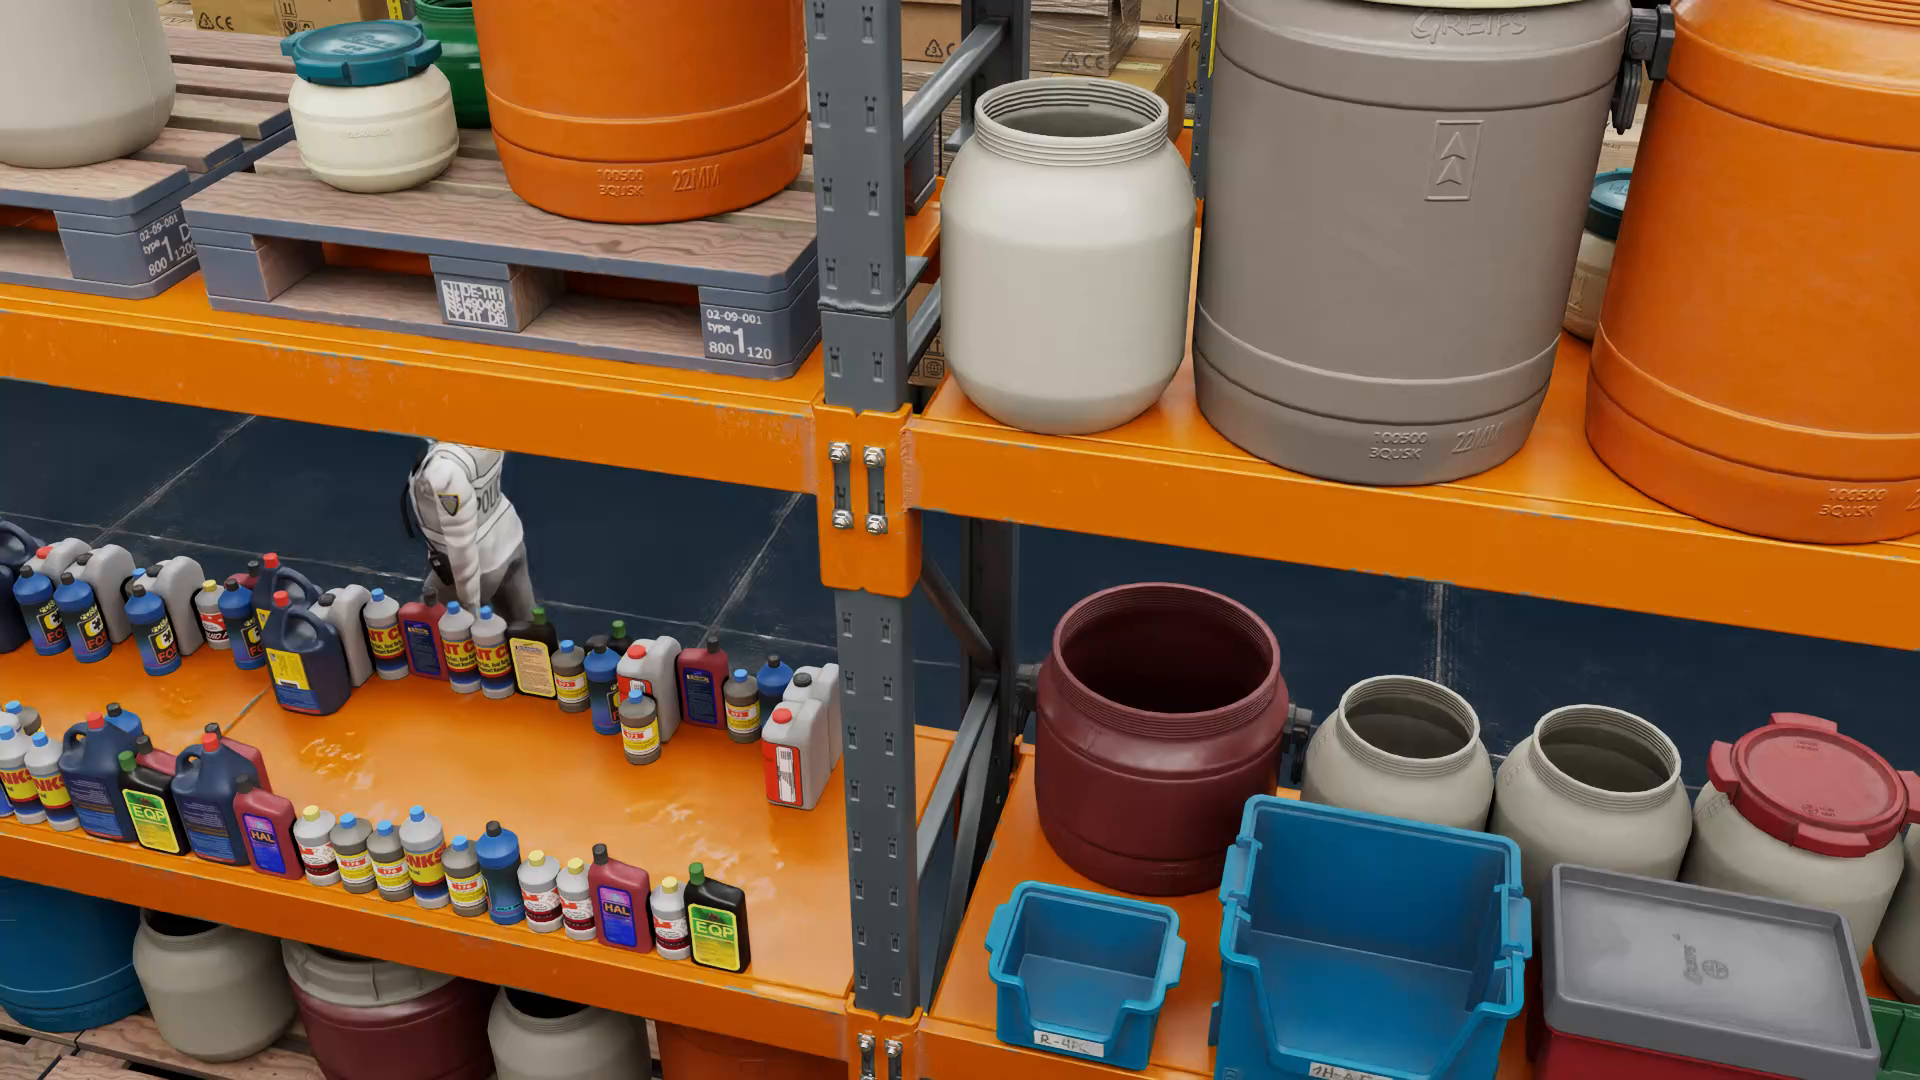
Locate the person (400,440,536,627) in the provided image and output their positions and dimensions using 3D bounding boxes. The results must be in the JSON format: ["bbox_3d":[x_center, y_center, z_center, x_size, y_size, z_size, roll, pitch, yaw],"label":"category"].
[{"bbox_3d":[-1.823,0.057,6.021,0.830,1.686,0.525,8,34,12],"label":"person"}]
